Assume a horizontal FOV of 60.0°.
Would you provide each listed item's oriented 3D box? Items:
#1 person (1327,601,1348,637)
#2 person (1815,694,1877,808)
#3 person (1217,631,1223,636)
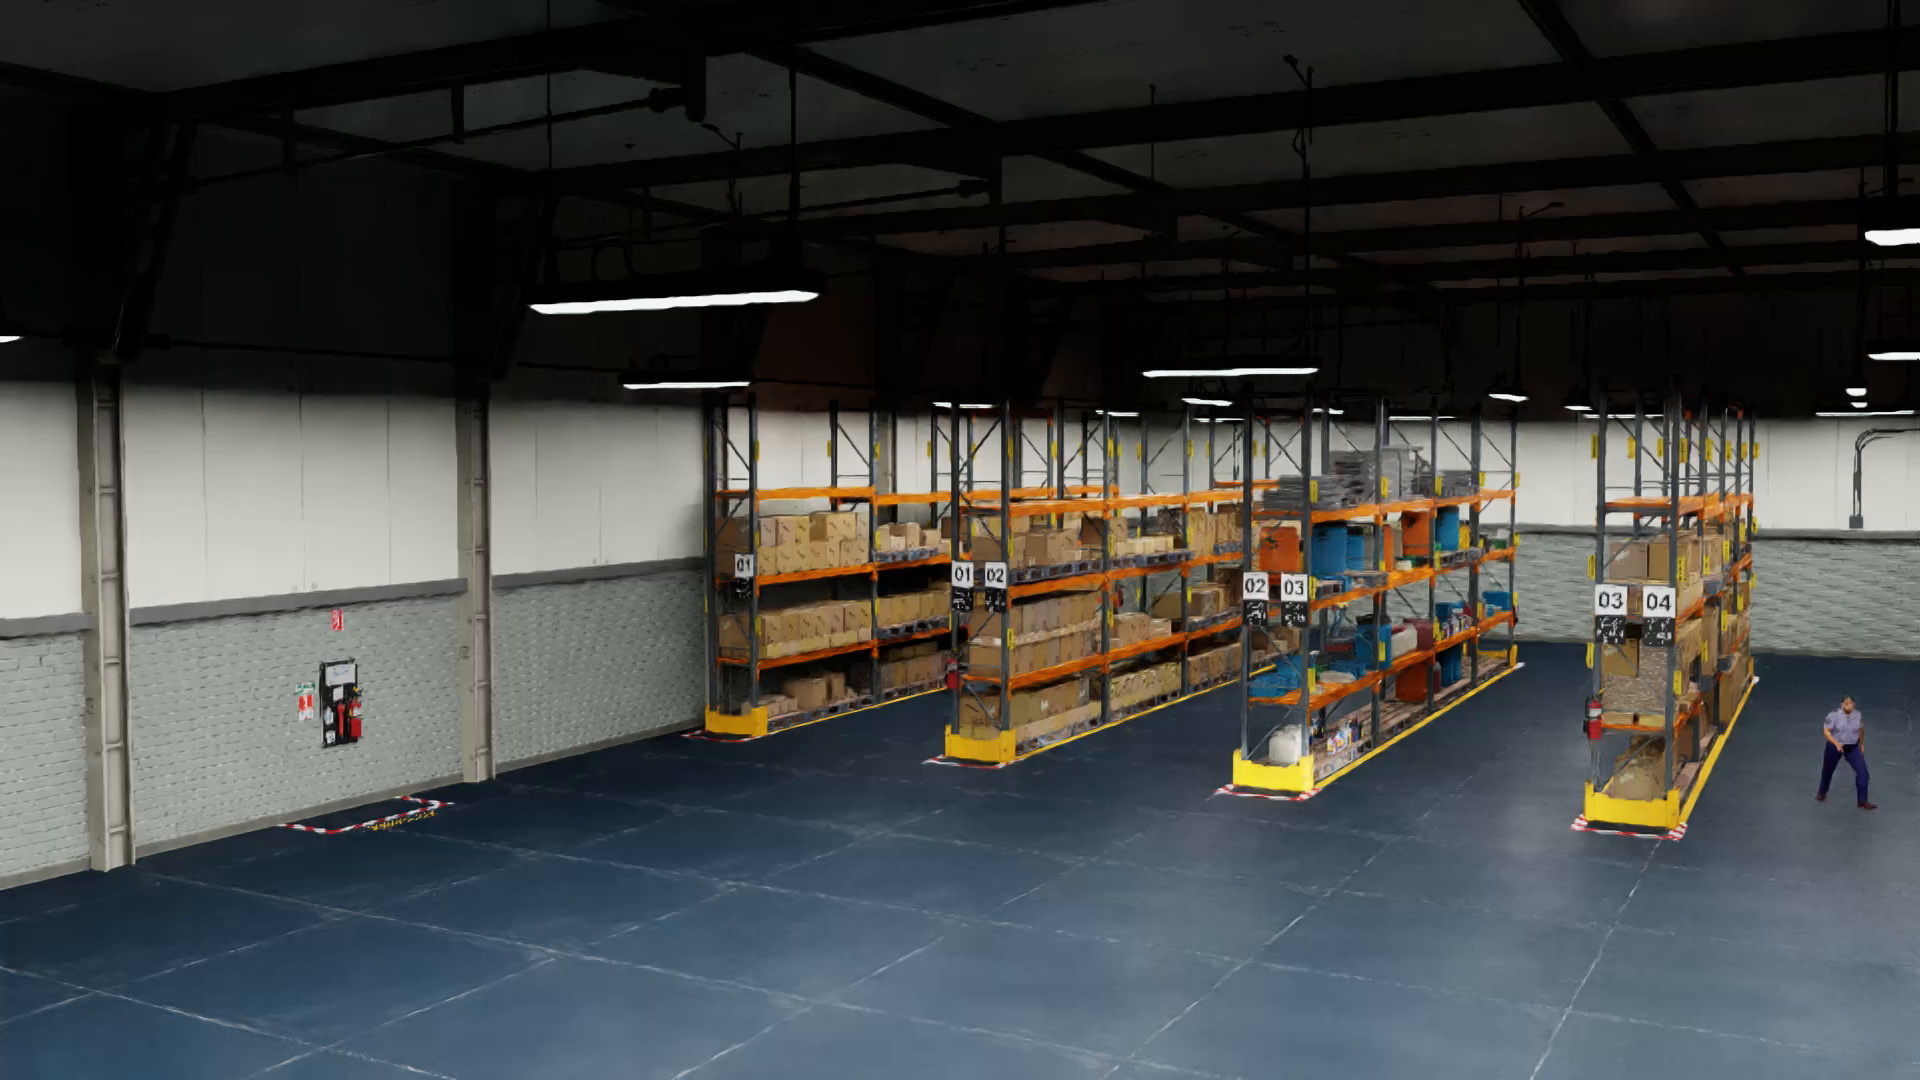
[{"bbox_3d":[9.949,1.740,43.897,0.720,1.761,0.463,-2,4,-31],"label":"person"},{"bbox_3d":[12.472,2.937,23.438,0.655,1.578,0.824,1,3,12],"label":"person"},{"bbox_3d":[6.577,1.770,43.149,0.726,1.778,0.541,-1,3,-25],"label":"person"}]
